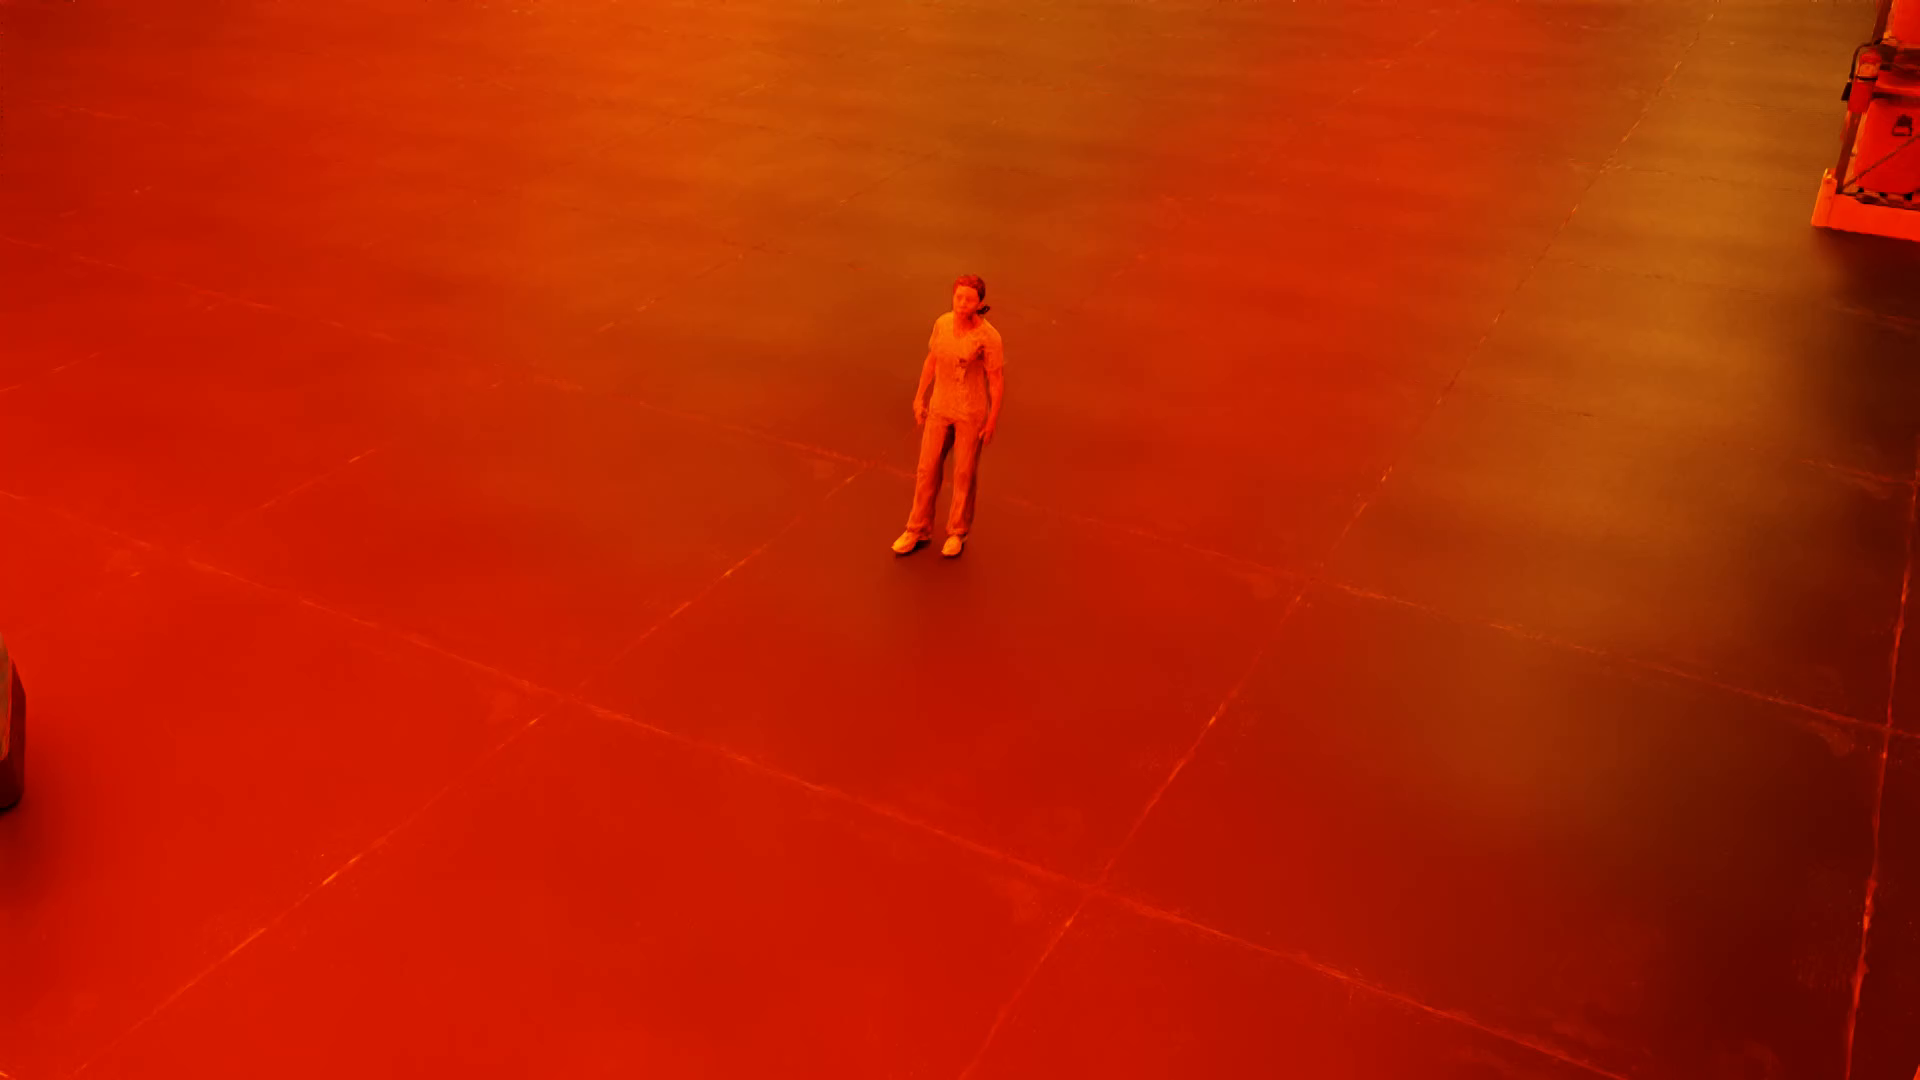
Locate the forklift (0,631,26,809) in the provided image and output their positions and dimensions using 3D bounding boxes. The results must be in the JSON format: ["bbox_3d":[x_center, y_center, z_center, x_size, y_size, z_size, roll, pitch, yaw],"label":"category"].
[{"bbox_3d":[-5.953,0.104,6.891,3.031,2.935,1.130,-13,33,-22],"label":"forklift"}]

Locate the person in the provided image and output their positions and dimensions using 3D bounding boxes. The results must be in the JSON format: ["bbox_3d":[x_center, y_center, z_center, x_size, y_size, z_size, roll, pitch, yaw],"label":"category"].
[{"bbox_3d":[-0.047,-0.703,9.530,0.550,1.674,0.548,15,33,25],"label":"person"}]
